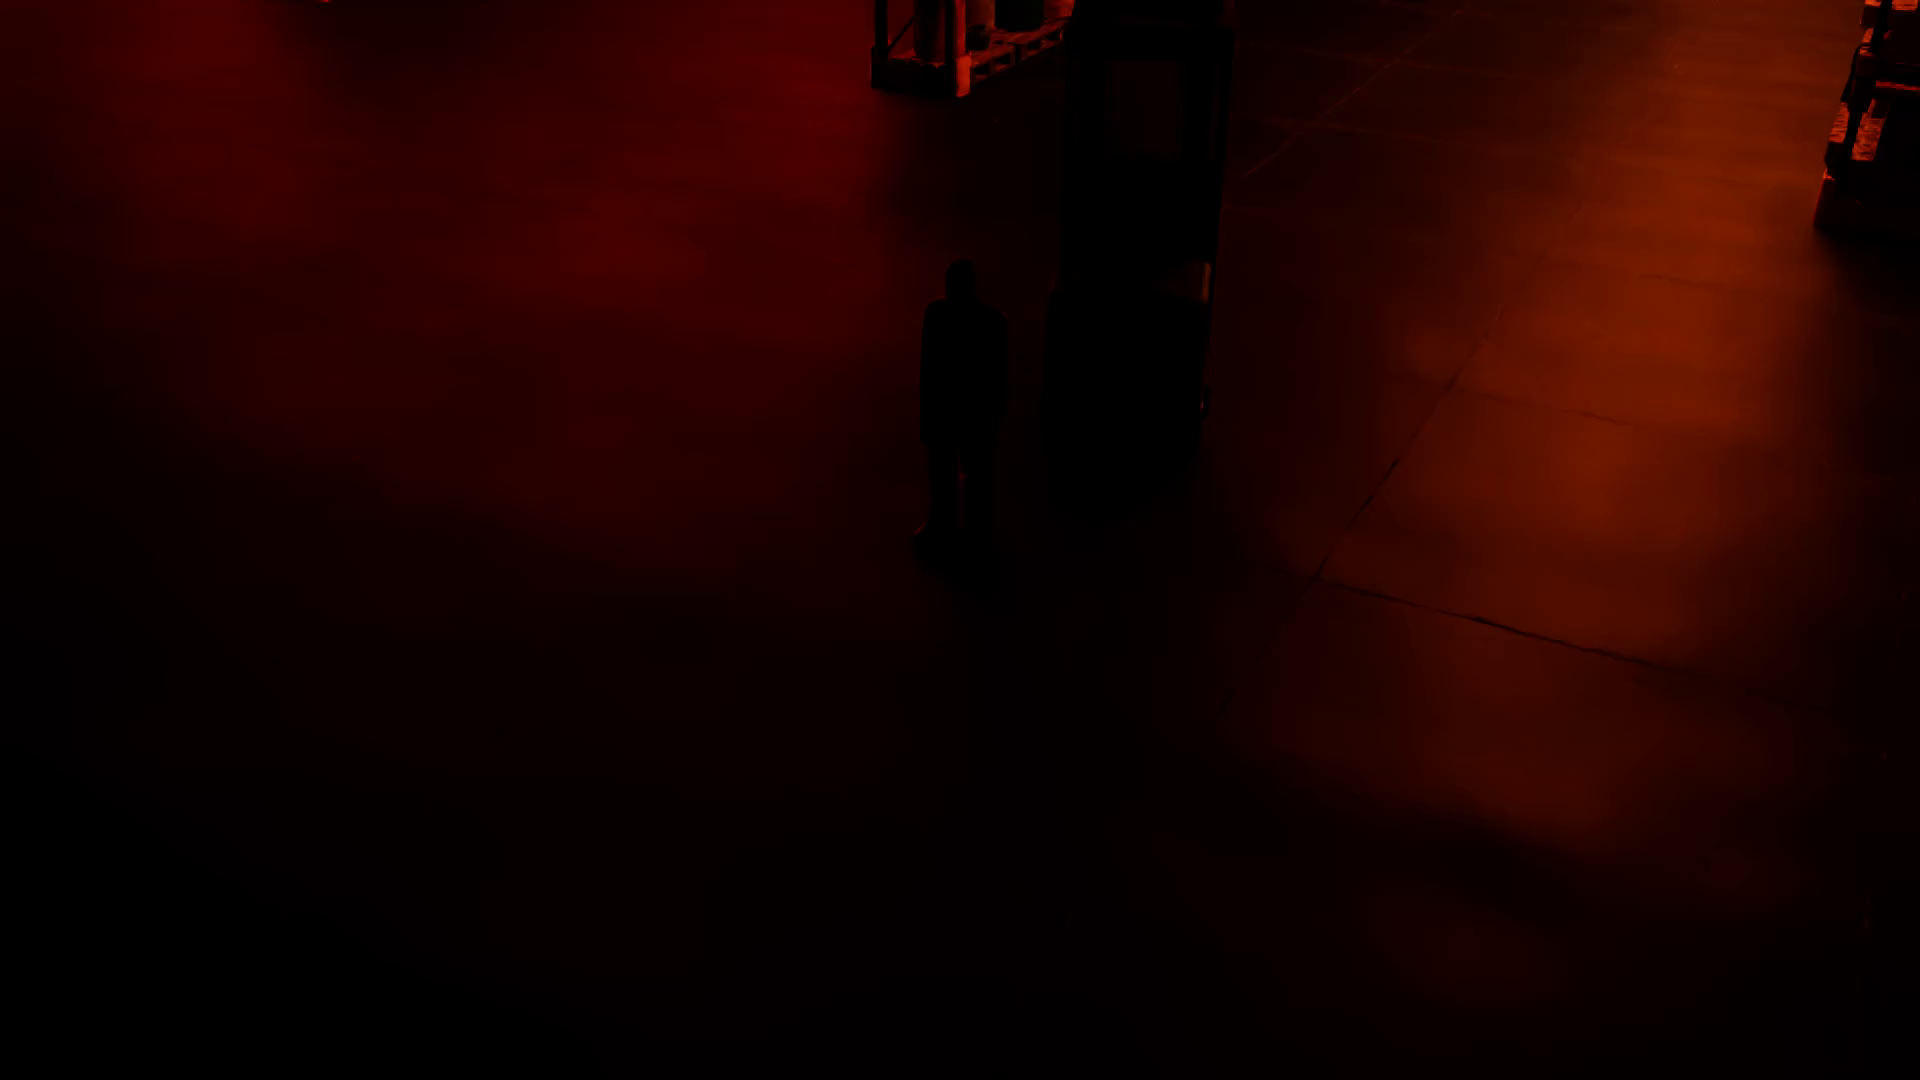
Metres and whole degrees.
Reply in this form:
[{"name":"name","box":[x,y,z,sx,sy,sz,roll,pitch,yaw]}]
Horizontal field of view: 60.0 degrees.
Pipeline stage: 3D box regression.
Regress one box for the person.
[{"name":"person","box":[-0.011,-0.760,9.536,0.558,1.783,0.377,15,33,25]}]

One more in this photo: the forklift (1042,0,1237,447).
[{"name":"forklift","box":[1.284,-2.594,11.565,1.130,2.935,3.031,4,30,8]}]
